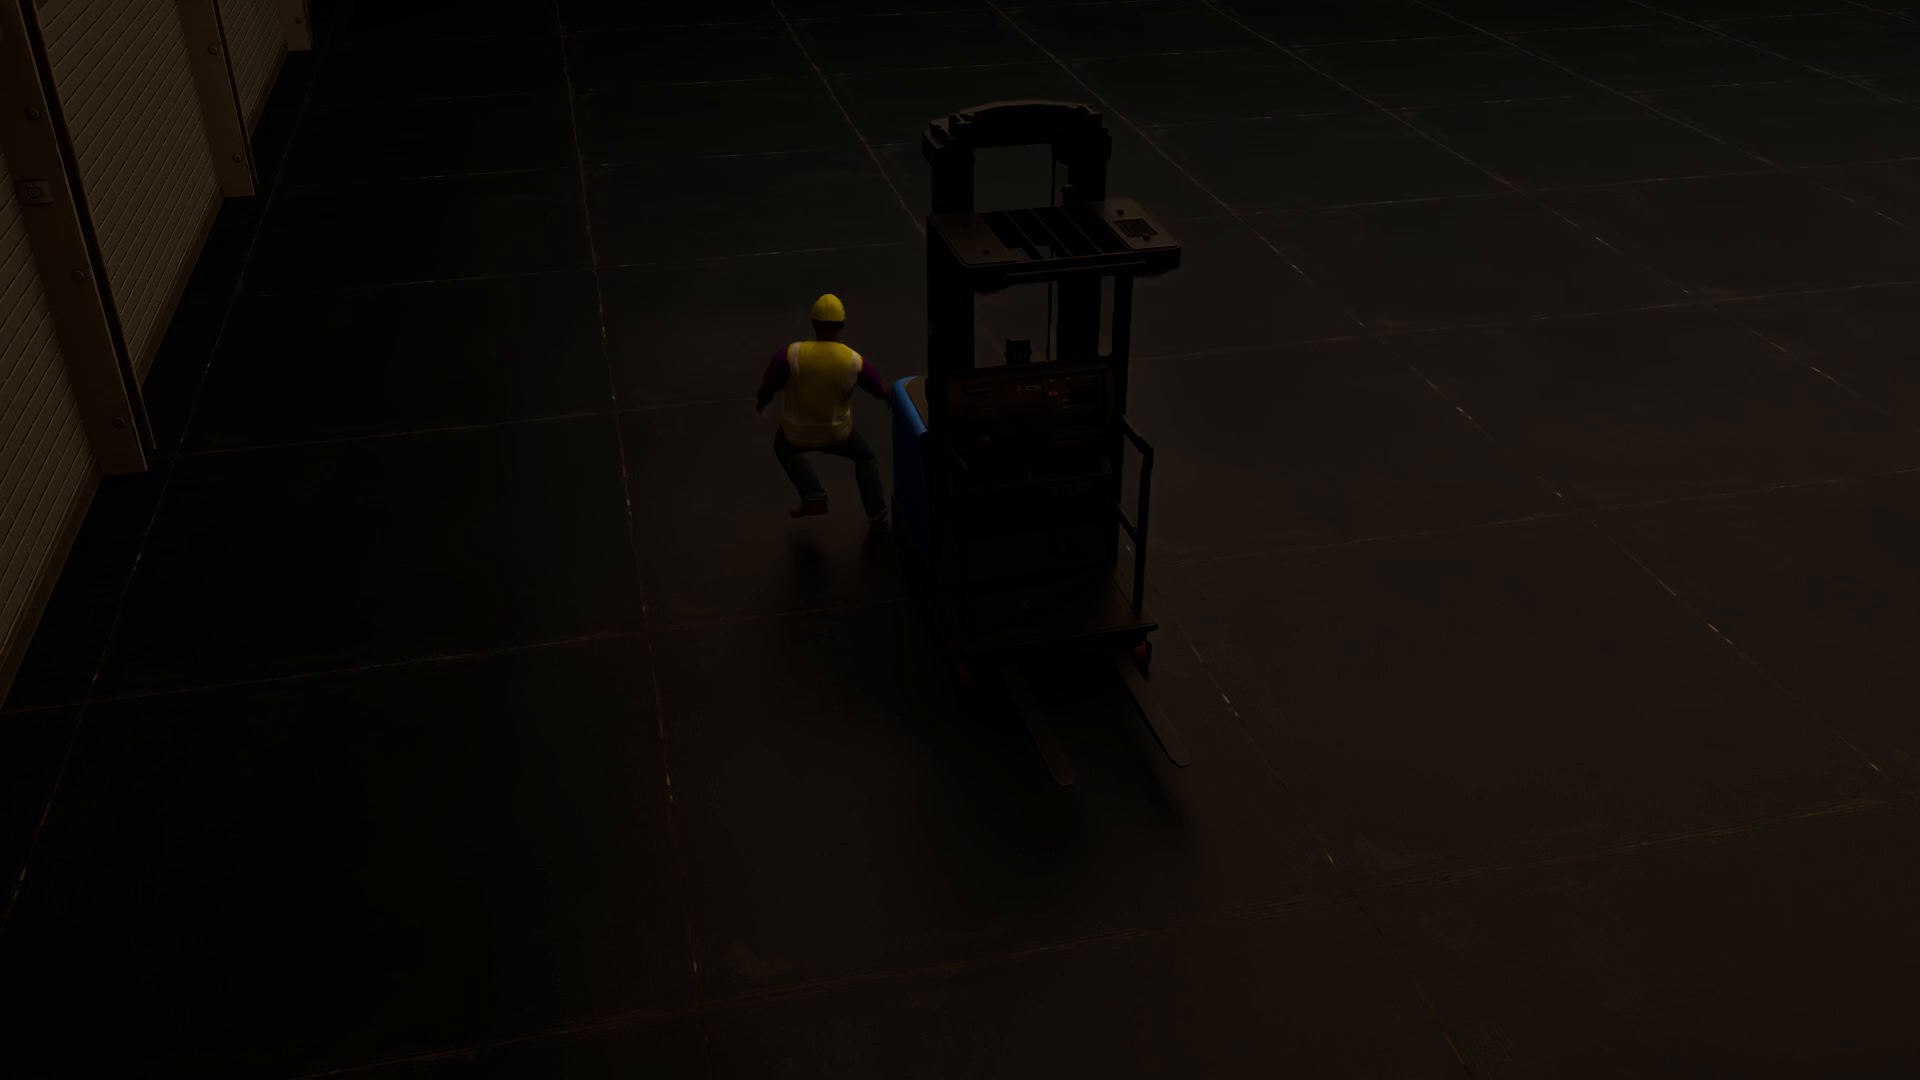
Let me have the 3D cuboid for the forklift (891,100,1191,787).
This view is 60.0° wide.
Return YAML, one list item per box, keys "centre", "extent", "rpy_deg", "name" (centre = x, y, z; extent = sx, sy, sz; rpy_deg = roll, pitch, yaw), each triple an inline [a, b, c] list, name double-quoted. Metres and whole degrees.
- centre: [0.432, -0.666, 8.724]
  extent: [1.130, 2.935, 3.031]
  rpy_deg: [-7, 31, -12]
  name: "forklift"

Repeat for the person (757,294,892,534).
- centre: [-0.824, -0.772, 10.266]
  extent: [0.863, 1.659, 0.654]
  rpy_deg: [-1, 30, -2]
  name: "person"
